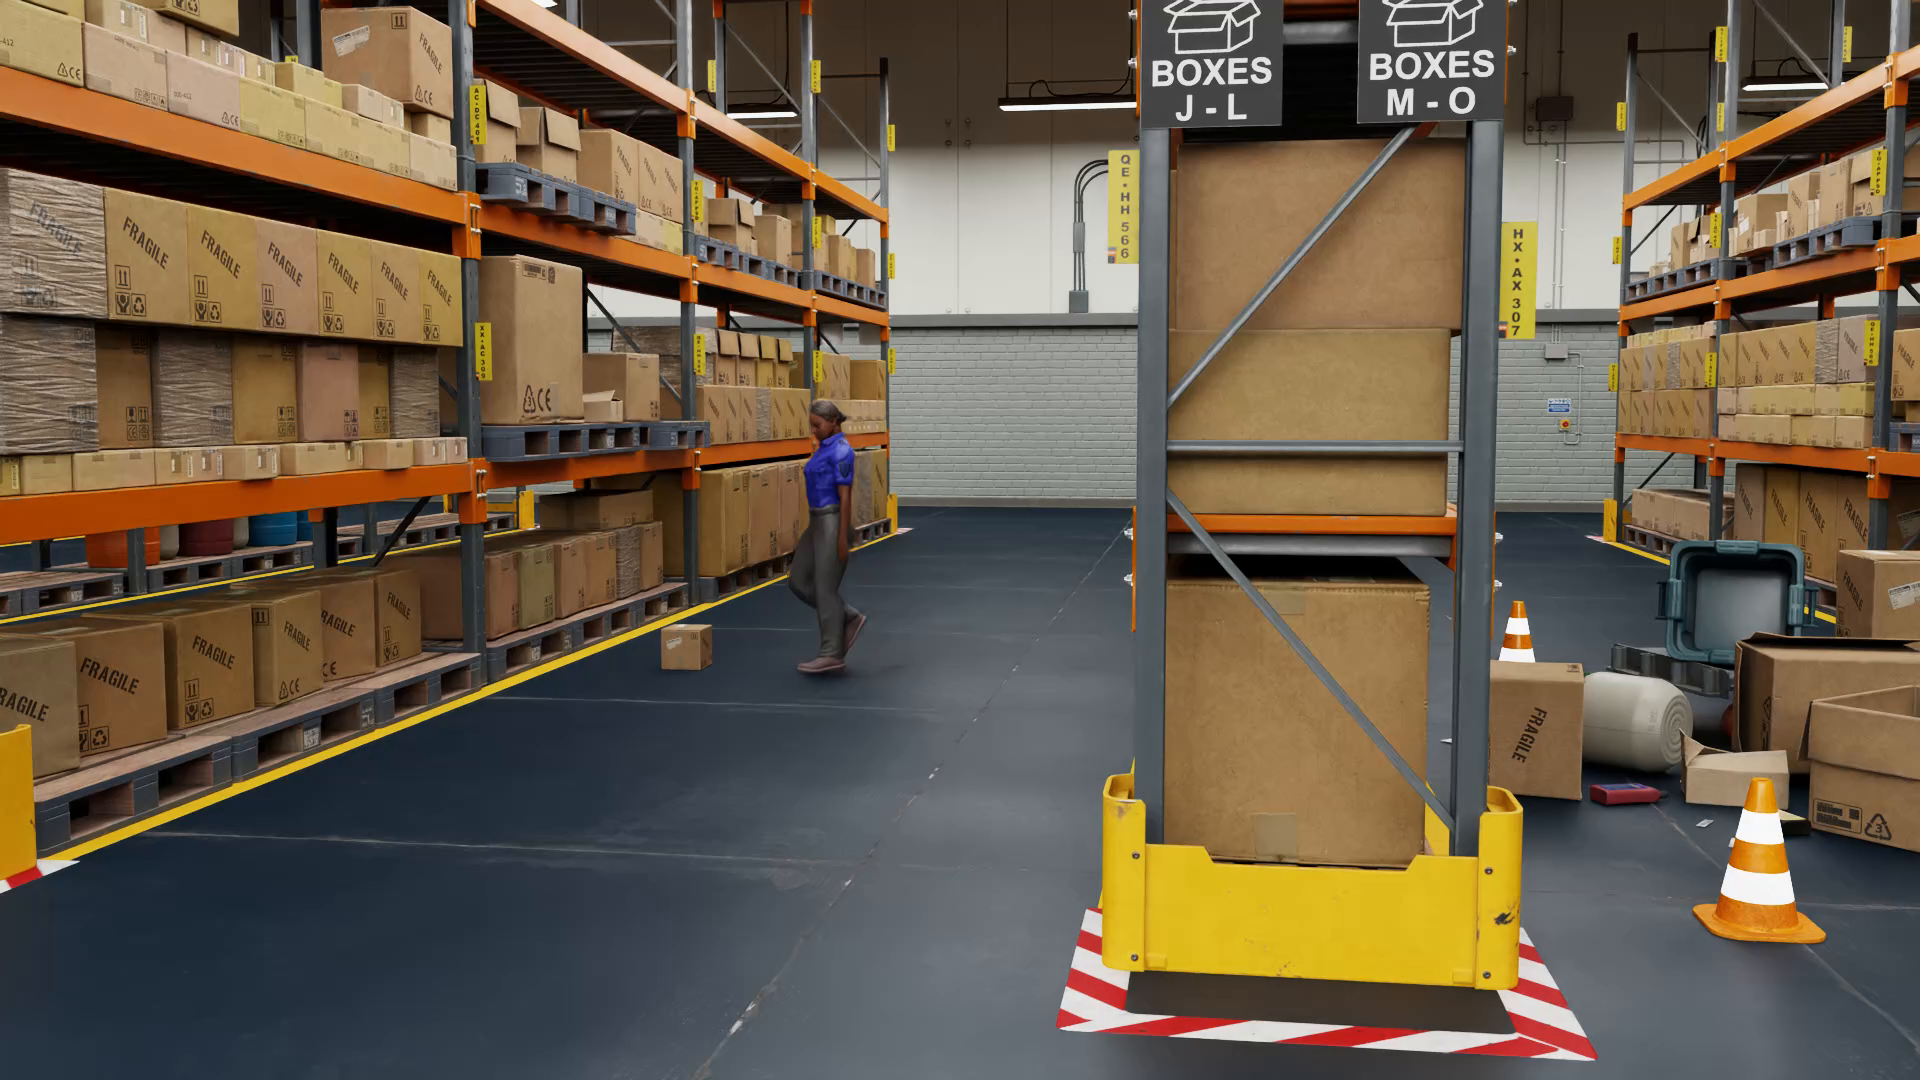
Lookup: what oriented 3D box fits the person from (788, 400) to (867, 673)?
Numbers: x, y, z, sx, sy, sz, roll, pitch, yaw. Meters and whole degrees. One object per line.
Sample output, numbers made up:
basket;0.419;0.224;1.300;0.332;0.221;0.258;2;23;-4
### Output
person;-0.788;-0.031;10.210;0.505;1.650;0.461;-2;5;-20
